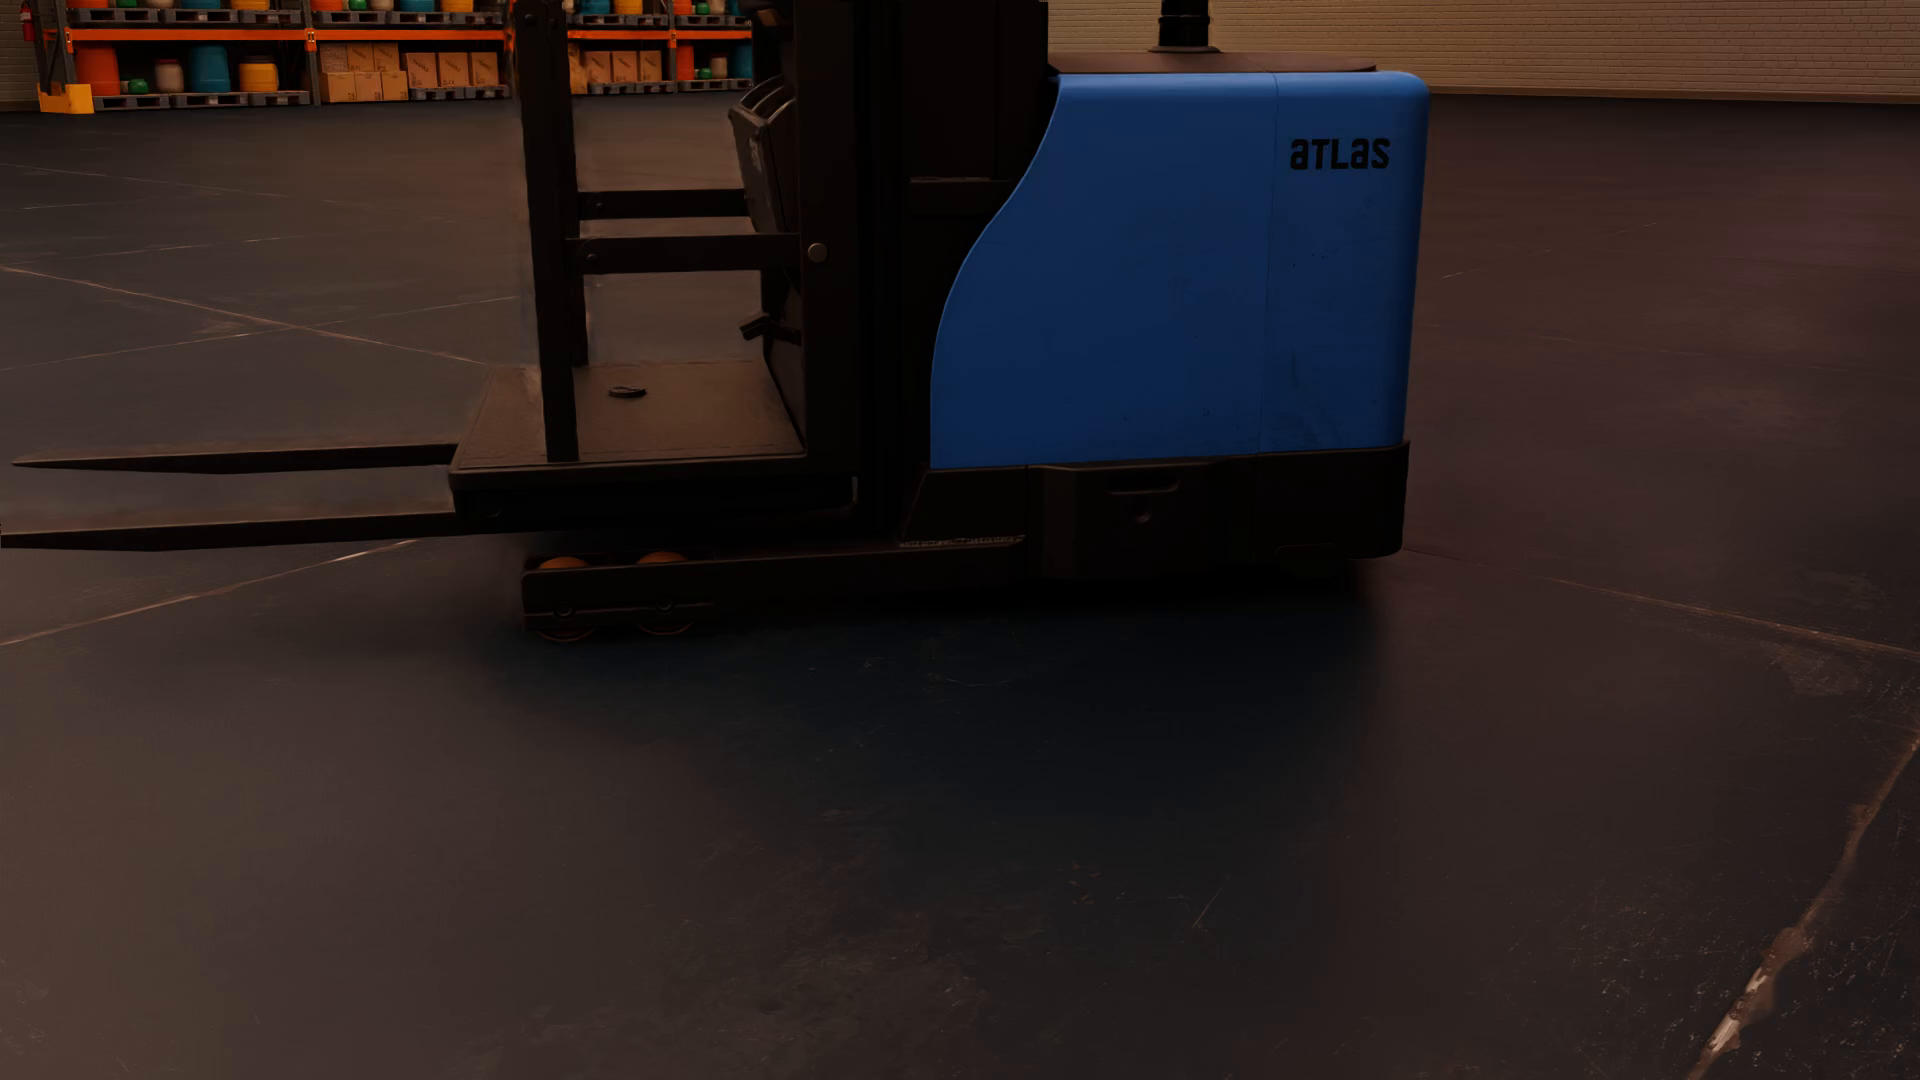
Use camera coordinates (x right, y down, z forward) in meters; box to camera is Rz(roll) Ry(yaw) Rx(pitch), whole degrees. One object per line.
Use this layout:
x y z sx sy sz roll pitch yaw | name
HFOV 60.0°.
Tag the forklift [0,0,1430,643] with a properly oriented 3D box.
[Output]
-0.599 -1.367 3.398 3.031 2.935 1.130 -3 17 -10 | forklift
